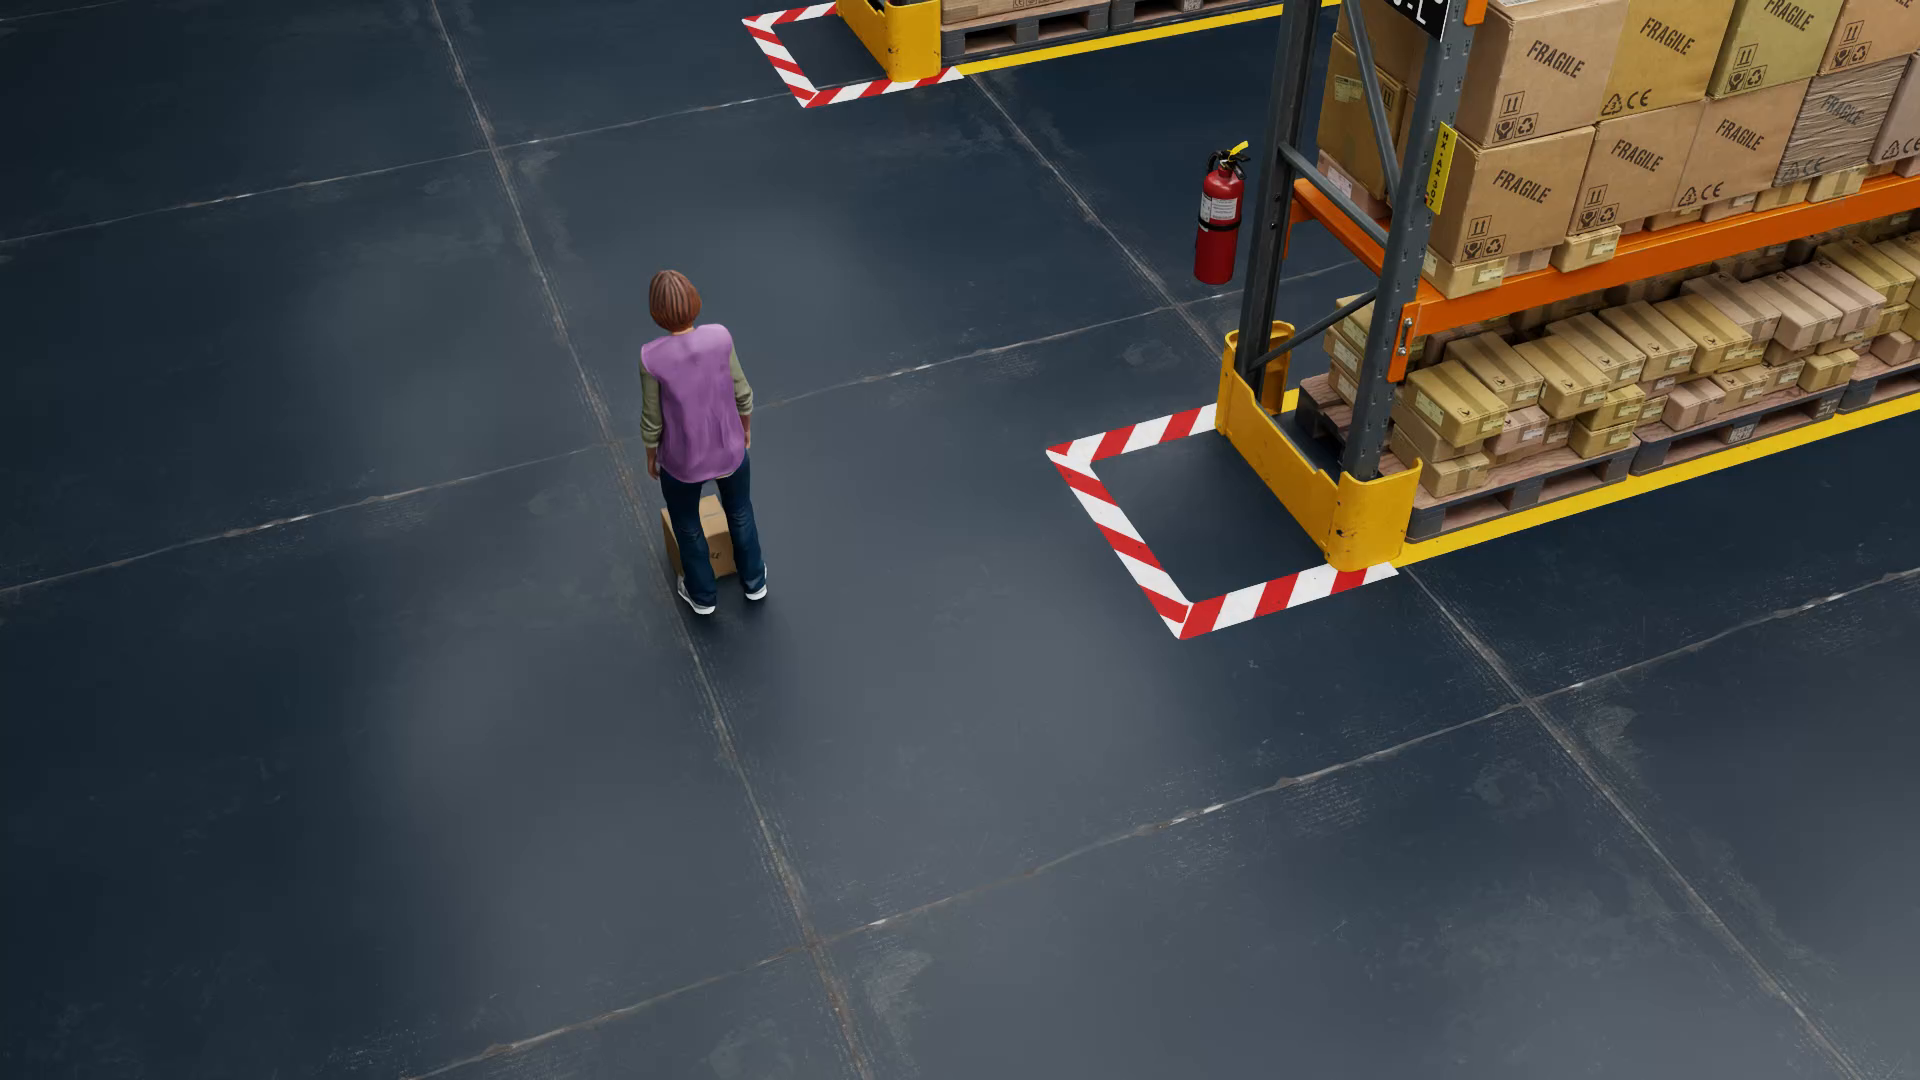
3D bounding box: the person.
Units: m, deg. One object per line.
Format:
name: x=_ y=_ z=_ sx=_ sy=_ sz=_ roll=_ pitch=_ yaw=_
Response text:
person: x=-1.018 y=-0.343 z=6.553 sx=0.462 sy=1.581 sz=0.347 roll=-17 pitch=45 yaw=-18
